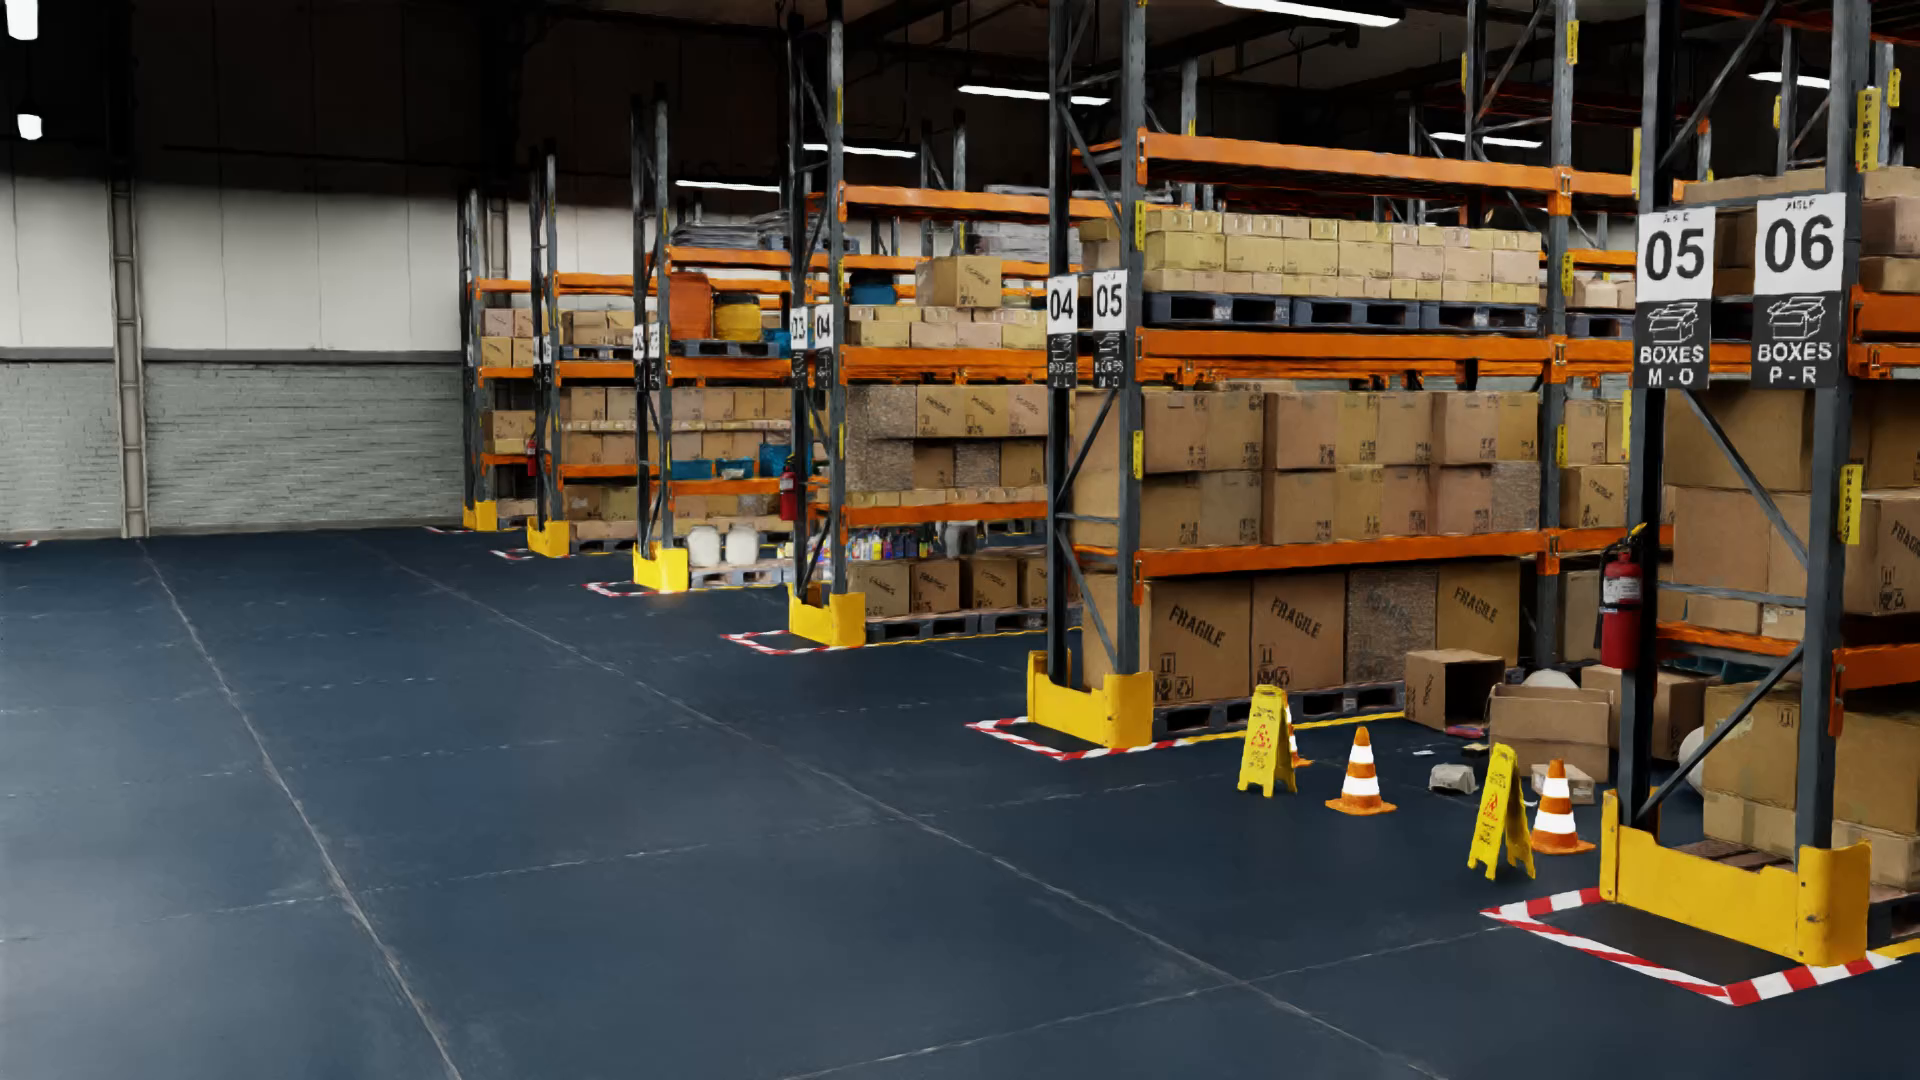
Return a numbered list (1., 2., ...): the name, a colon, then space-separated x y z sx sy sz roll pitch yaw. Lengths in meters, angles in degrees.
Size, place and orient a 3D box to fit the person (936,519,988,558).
1. person: 0.019 -0.100 18.292 0.588 1.669 0.553 -1 5 -16
